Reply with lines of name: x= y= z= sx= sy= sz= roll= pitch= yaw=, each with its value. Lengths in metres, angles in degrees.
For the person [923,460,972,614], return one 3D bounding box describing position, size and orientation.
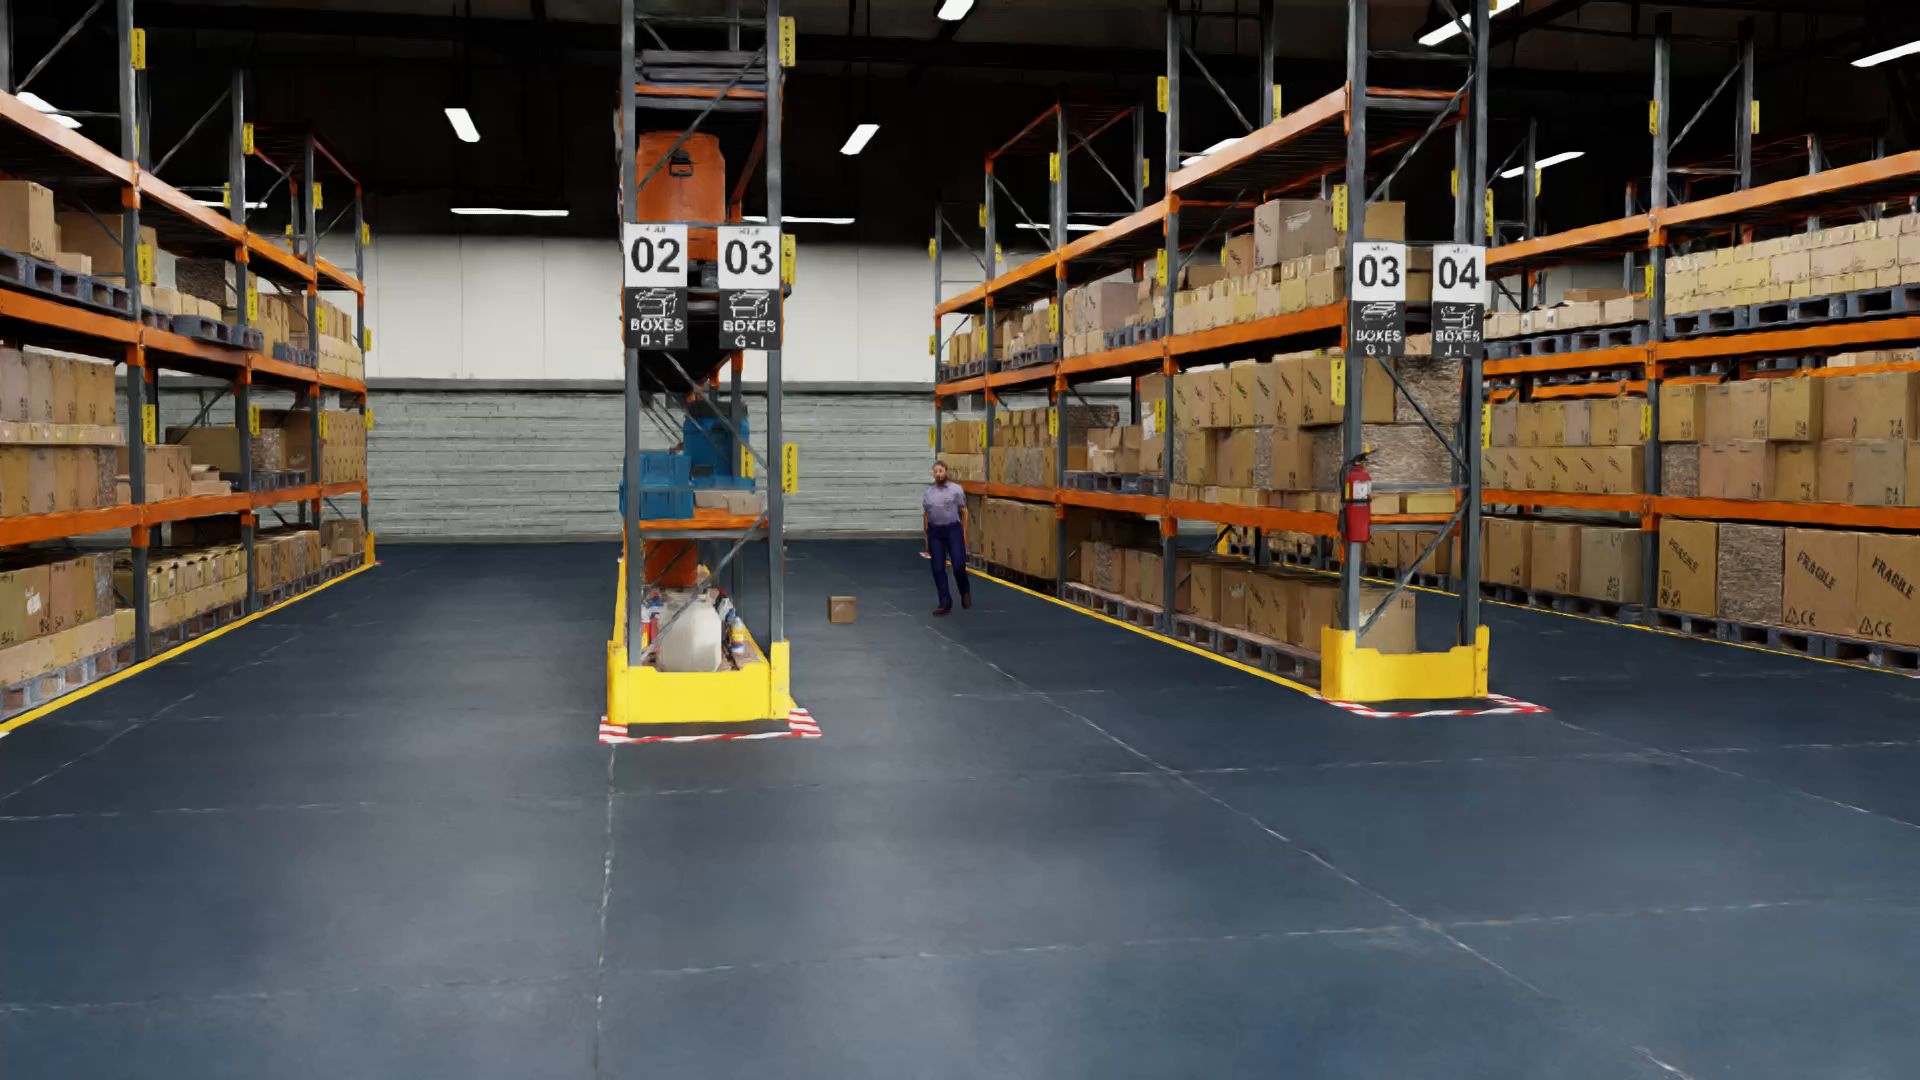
person: x=-0.144 y=-0.039 z=17.794 sx=0.511 sy=1.629 sz=0.621 roll=1 pitch=3 yaw=17
